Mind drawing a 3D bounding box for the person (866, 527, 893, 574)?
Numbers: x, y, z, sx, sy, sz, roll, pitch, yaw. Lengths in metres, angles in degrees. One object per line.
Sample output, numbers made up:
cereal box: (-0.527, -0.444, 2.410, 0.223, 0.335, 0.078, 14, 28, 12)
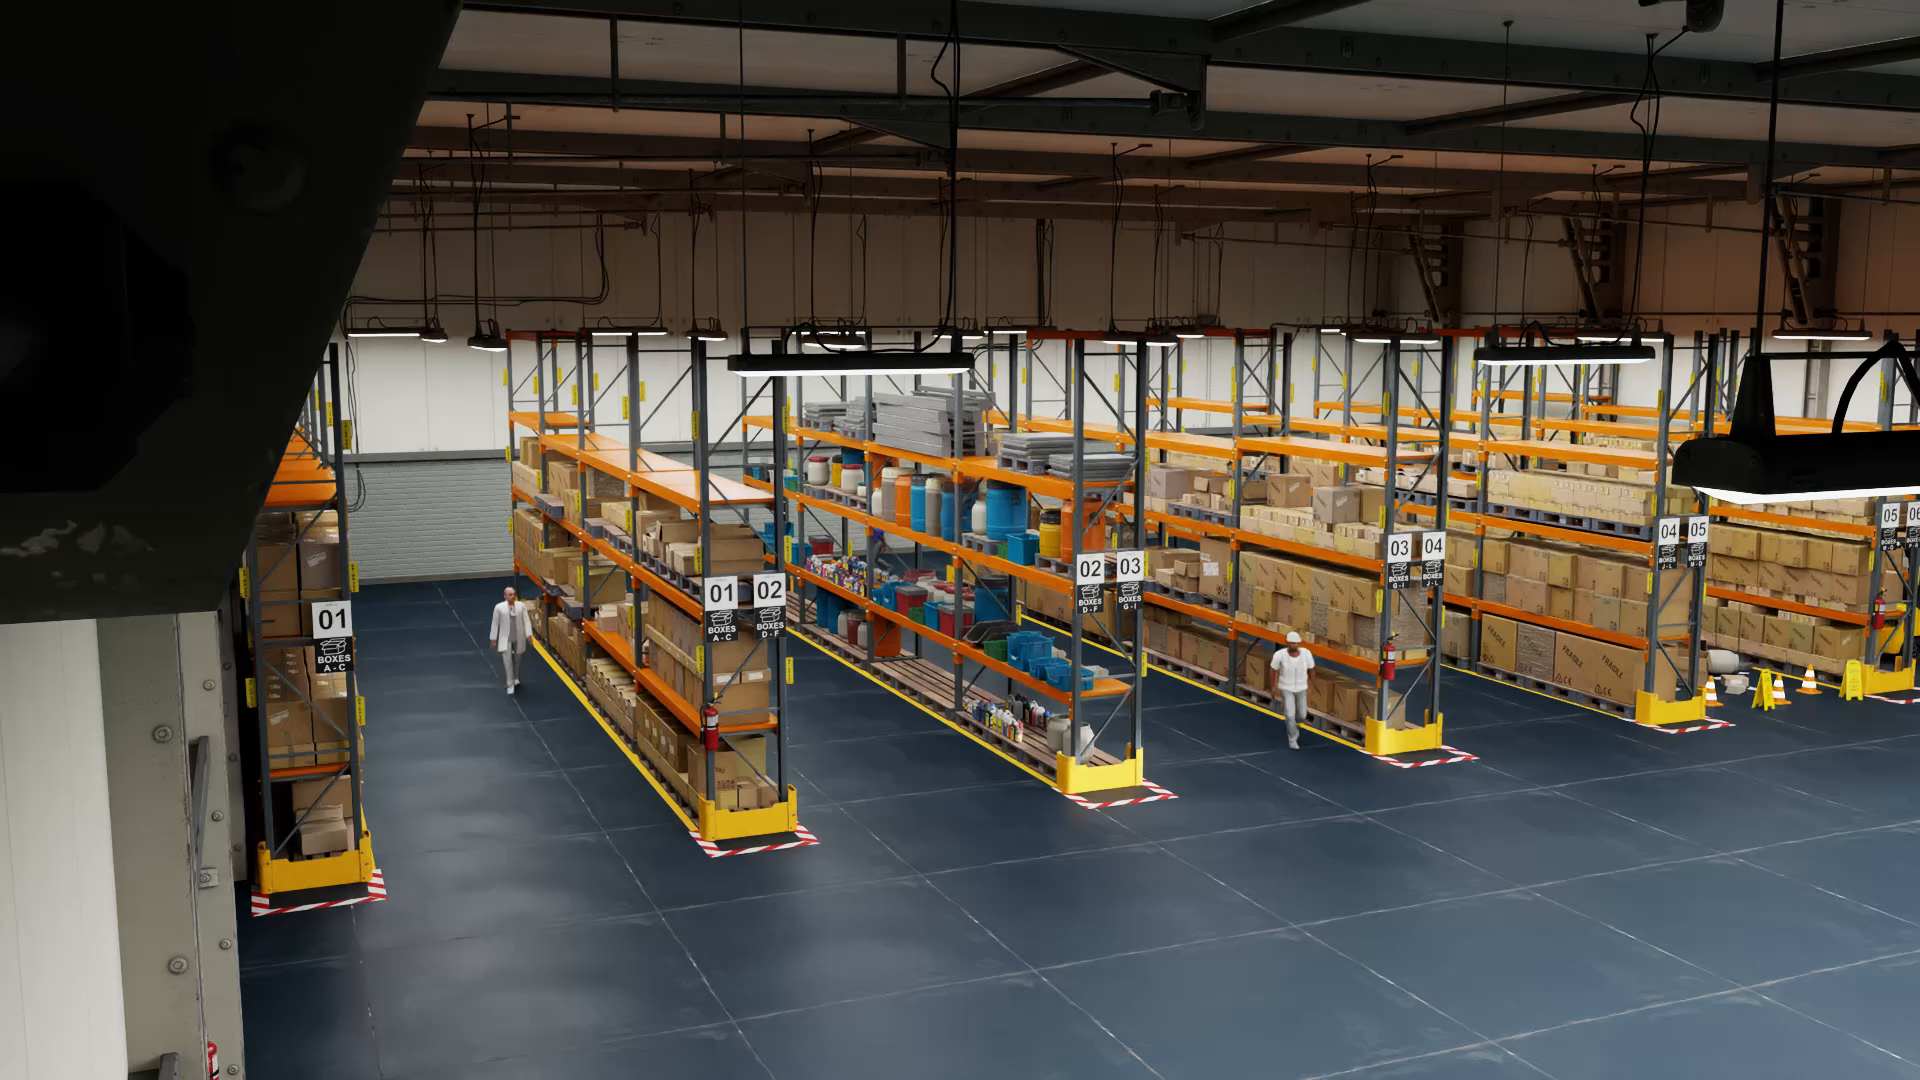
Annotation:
person: (-1.985, 0.118, 39.691, 0.834, 1.614, 0.432, -6, 10, -36)

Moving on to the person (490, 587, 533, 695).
person: (-7.534, 1.660, 27.949, 0.696, 1.708, 1.102, -3, 8, -22)

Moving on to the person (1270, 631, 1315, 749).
person: (4.870, 2.163, 24.431, 0.632, 1.732, 0.719, 0, 8, -3)
